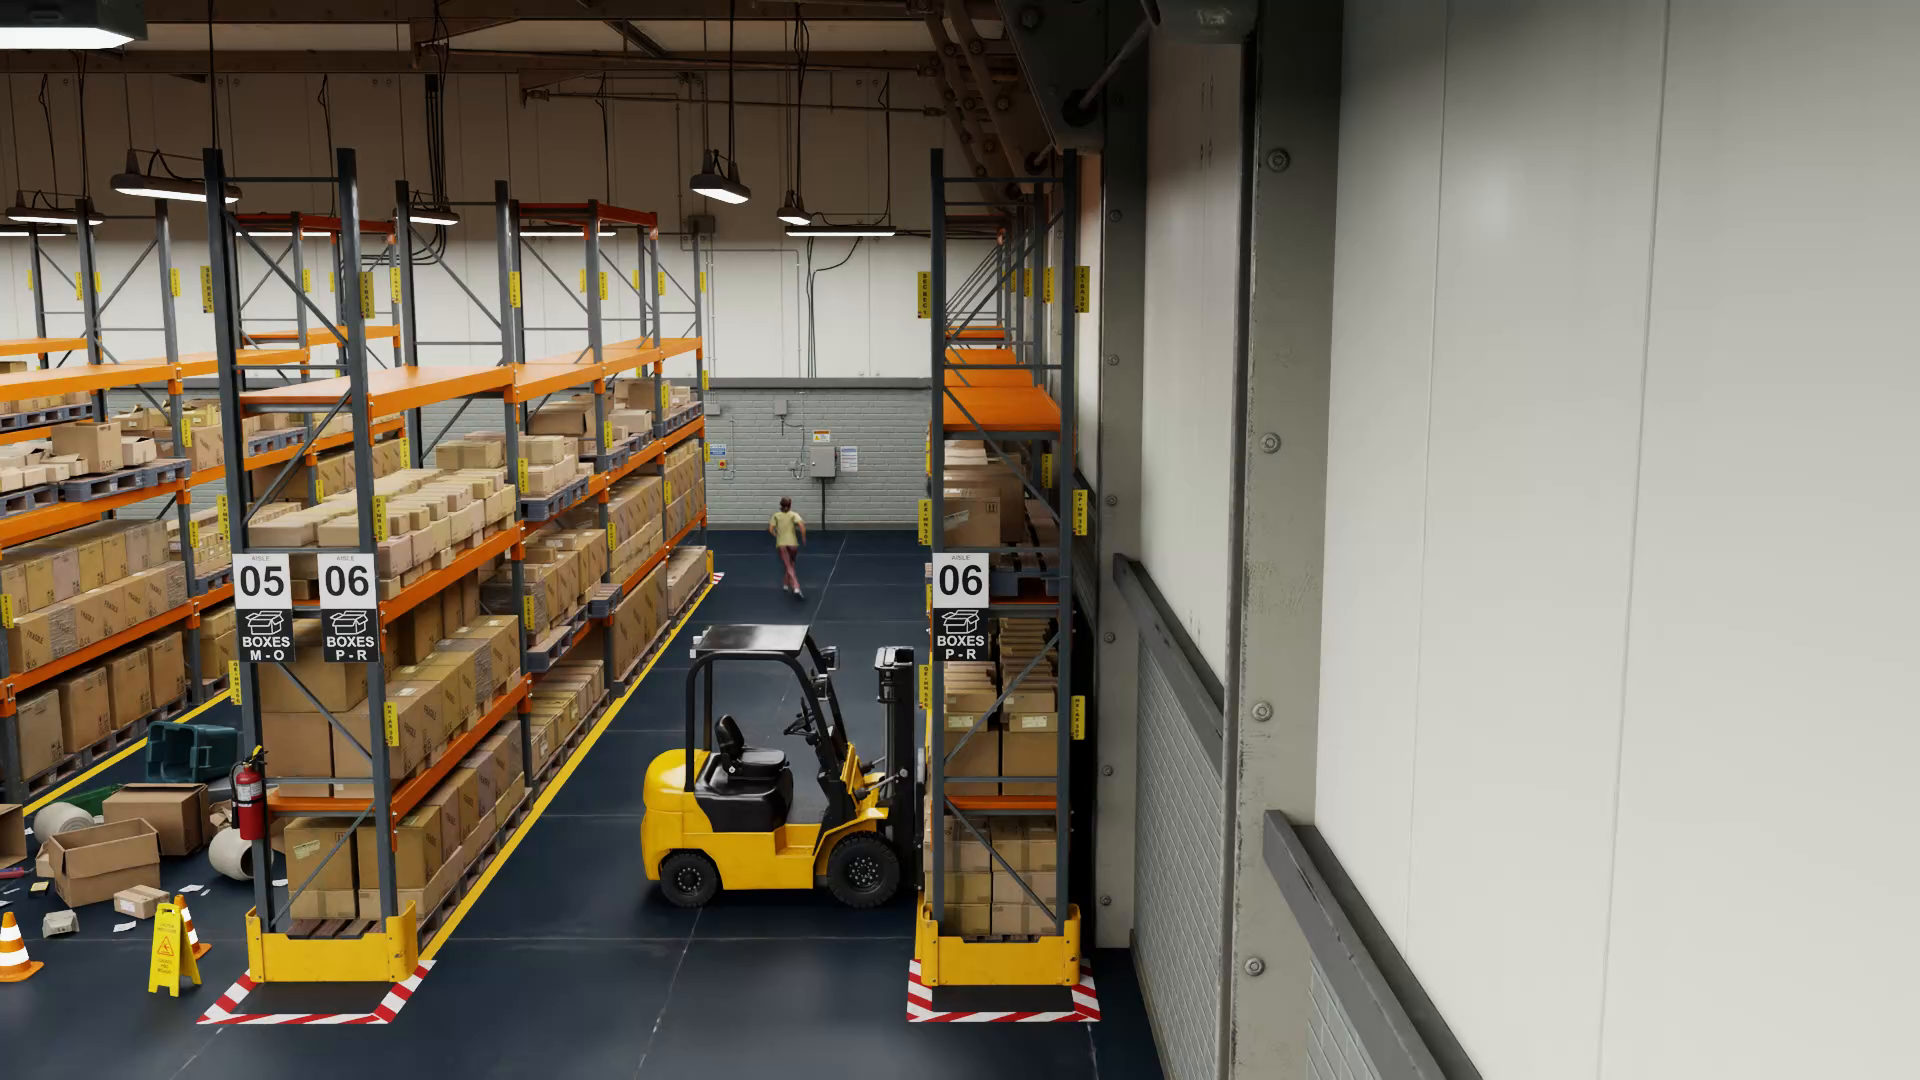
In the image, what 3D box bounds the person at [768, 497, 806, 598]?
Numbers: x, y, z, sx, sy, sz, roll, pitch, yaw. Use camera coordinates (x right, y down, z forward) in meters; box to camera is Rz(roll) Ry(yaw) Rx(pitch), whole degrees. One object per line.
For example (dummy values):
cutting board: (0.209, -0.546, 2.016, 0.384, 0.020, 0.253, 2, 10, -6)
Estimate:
person: (-2.754, 0.156, 26.580, 0.597, 1.610, 0.813, -1, 9, -9)
